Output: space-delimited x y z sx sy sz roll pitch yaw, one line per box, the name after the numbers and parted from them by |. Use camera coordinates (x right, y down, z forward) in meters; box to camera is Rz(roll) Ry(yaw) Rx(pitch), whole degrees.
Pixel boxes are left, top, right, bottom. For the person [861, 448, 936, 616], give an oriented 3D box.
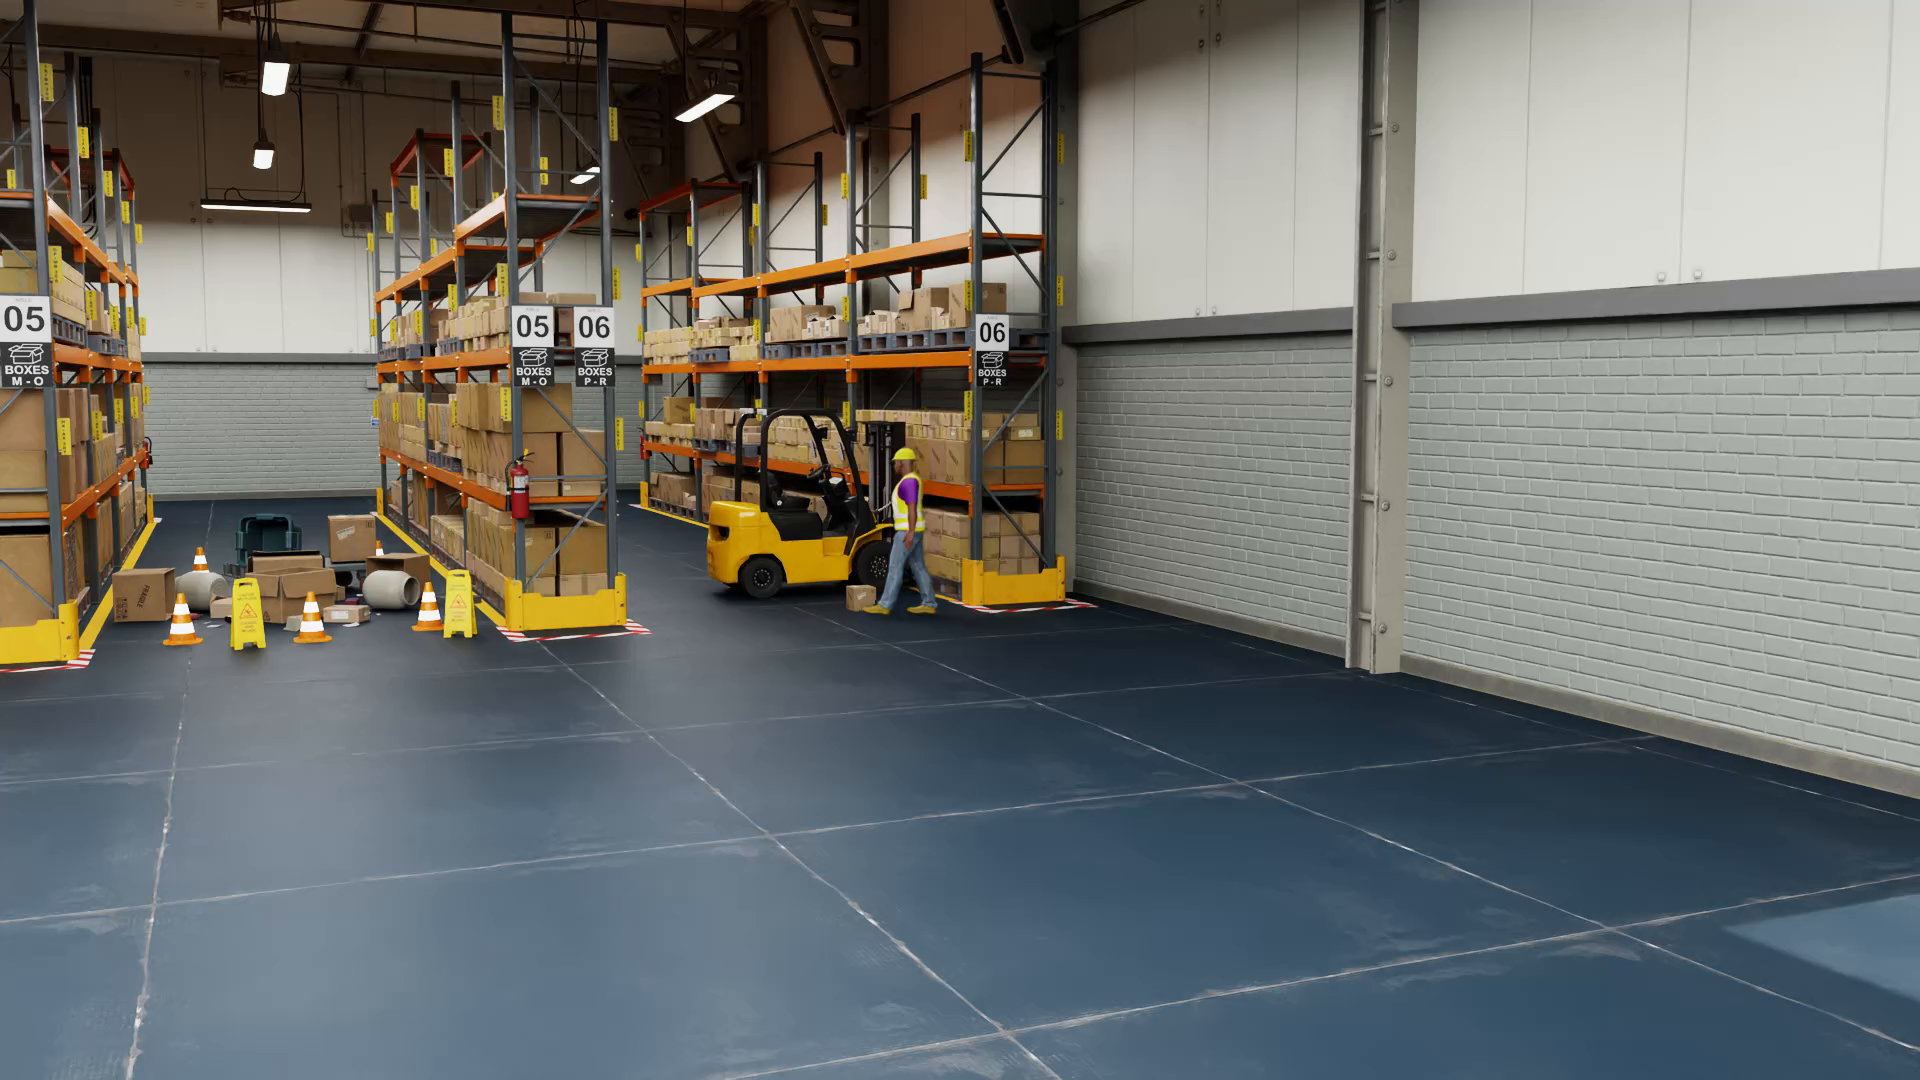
-0.638 -0.087 17.432 0.756 1.745 0.526 0 5 4 | person
